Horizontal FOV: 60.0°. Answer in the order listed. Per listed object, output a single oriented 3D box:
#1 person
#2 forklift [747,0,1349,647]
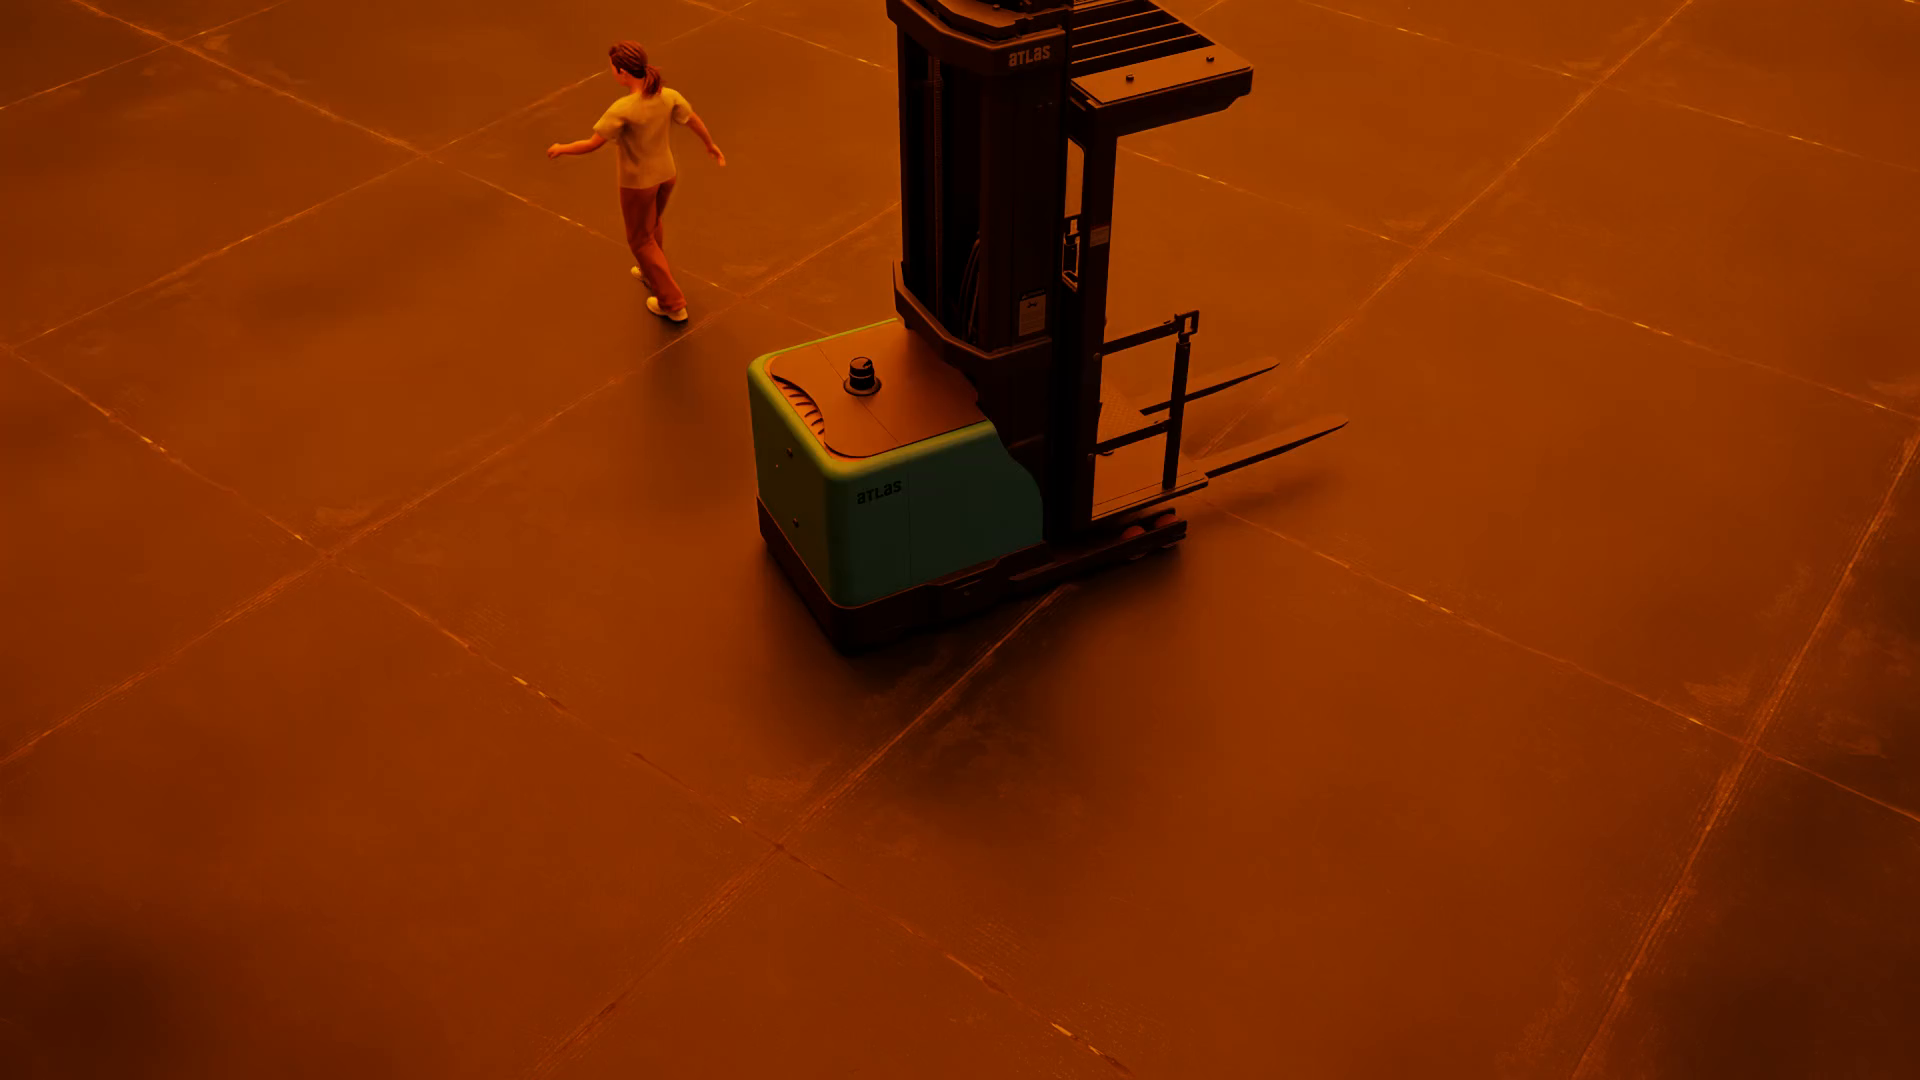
[{"bbox_3d":[-1.826,-2.101,9.548,0.707,1.670,0.898,30,49,30],"label":"person"},{"bbox_3d":[0.550,-1.304,7.603,3.031,2.935,1.130,-19,44,-21],"label":"forklift"}]
